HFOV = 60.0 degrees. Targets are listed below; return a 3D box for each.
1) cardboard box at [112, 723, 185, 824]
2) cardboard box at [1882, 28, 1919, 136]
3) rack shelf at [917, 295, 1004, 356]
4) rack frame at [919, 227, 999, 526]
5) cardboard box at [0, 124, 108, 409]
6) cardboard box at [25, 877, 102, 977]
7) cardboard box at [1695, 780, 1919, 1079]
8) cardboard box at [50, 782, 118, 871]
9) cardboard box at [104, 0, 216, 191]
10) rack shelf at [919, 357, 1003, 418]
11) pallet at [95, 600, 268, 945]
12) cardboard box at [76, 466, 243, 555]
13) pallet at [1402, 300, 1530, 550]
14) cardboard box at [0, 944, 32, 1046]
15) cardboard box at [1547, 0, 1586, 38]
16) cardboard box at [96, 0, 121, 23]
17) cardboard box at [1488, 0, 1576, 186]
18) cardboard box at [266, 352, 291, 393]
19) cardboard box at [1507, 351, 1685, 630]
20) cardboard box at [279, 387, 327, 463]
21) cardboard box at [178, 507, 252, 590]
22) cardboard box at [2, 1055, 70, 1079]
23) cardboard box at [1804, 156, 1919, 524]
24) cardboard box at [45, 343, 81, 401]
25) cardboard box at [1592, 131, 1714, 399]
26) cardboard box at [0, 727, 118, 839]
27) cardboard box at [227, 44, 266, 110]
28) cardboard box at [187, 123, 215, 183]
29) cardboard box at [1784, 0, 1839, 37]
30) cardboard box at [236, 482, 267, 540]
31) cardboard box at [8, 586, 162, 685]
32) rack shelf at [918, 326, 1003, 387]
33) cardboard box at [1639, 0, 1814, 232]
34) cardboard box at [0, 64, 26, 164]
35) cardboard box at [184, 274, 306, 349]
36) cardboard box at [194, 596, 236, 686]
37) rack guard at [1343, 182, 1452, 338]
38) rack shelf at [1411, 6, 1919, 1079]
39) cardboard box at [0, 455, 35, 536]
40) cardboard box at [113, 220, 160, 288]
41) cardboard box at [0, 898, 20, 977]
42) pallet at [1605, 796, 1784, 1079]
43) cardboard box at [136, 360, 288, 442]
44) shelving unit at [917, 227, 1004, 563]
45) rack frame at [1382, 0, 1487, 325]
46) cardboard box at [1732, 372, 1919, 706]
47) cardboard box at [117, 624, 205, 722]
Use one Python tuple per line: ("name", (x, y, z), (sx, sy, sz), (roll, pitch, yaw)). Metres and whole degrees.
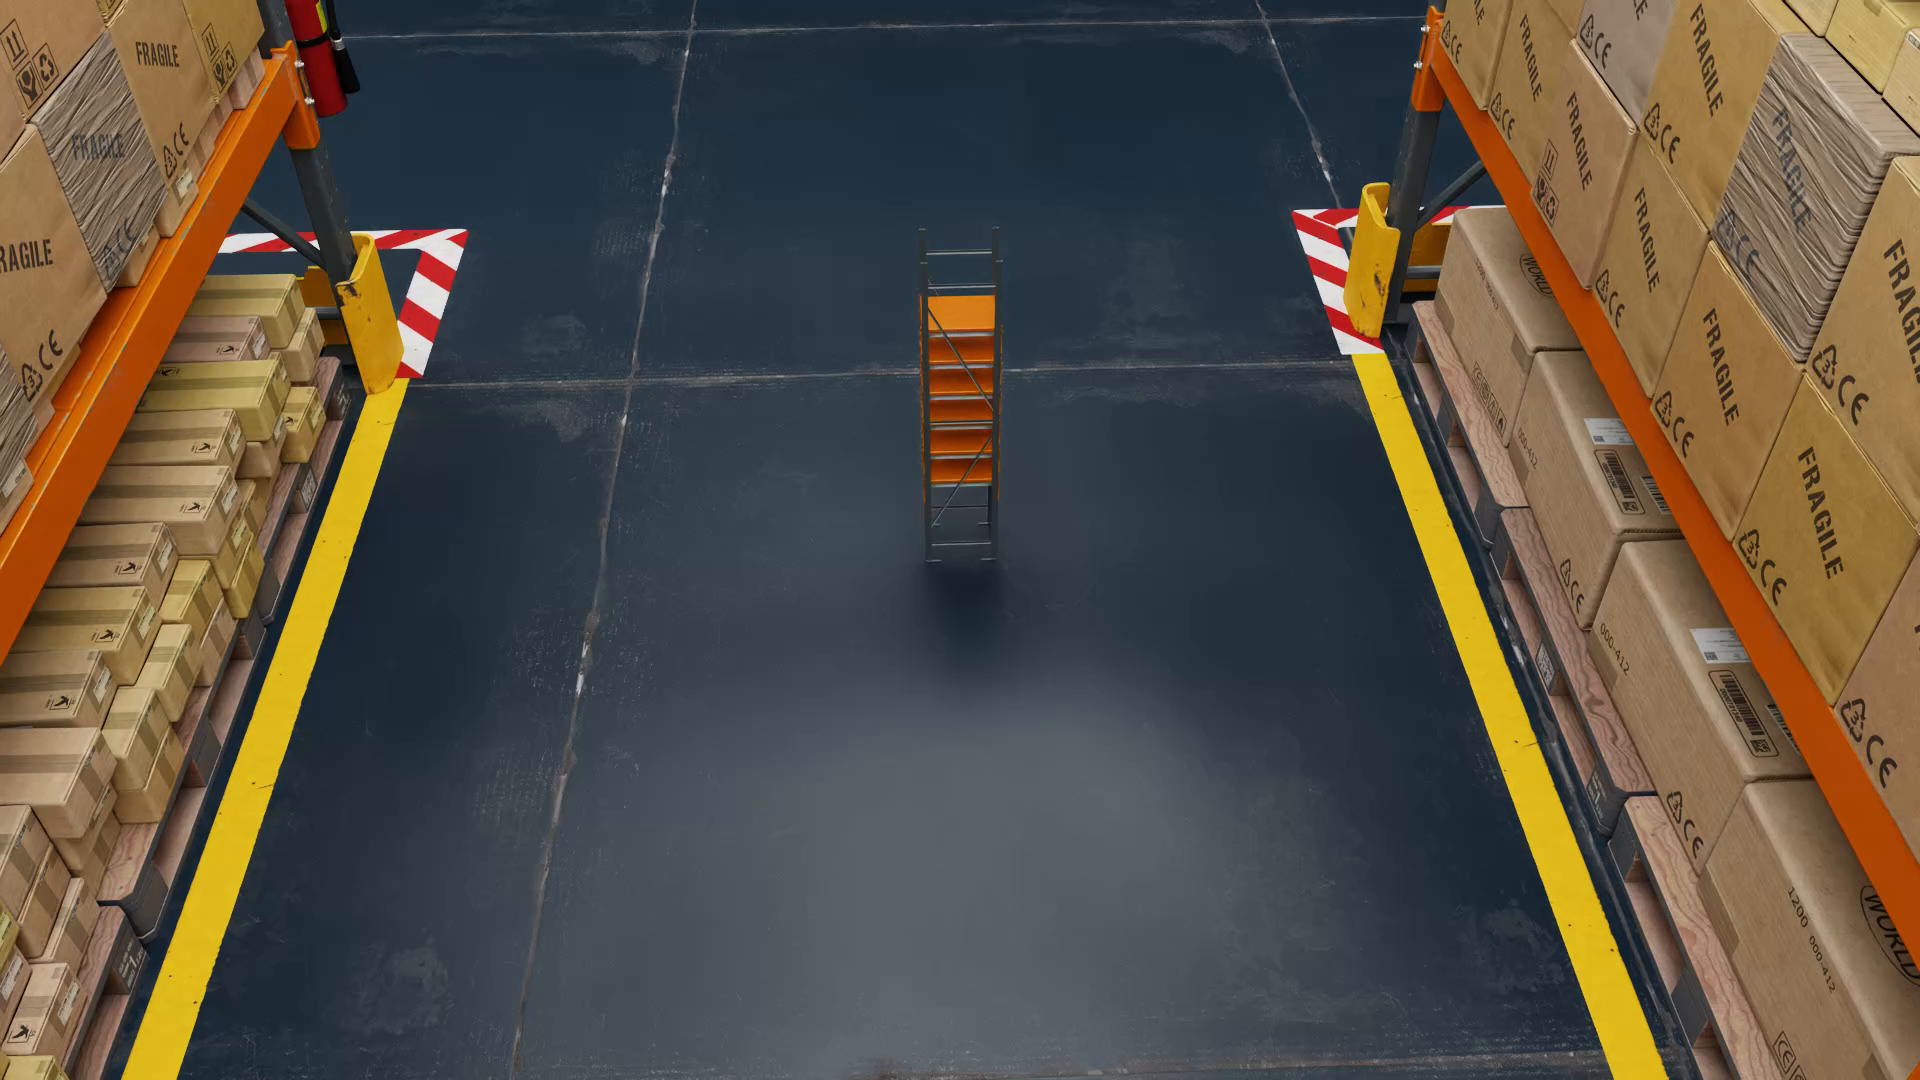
("cardboard box", (-2.398, 0.652, 4.618), (0.380, 0.149, 0.250), (-3, 43, -3))
("cardboard box", (2.023, -0.856, 3.170), (0.380, 0.149, 0.250), (-2, 43, -2))
("rack shelf", (0.001, -0.665, 5.121), (0.258, 0.103, 0.180), (-2, 43, -2))
("rack frame", (-0.003, -0.494, 5.401), (0.240, 1.200, 0.006), (-2, 43, -2))
("cardboard box", (-2.443, -0.639, 3.933), (0.500, 0.500, 0.500), (0, 43, 0))
("cardboard box", (-2.437, 1.011, 4.227), (0.380, 0.149, 0.250), (-2, 43, -3))
("cardboard box", (2.414, 1.038, 3.983), (0.875, 0.438, 0.875), (-2, 43, -2))
("cardboard box", (-2.447, 0.718, 4.326), (0.380, 0.149, 0.250), (0, 43, 0))
("cardboard box", (-2.485, -1.318, 4.674), (0.500, 0.500, 0.500), (-2, 43, -2))
("rack shelf", (0.001, -0.488, 5.283), (0.258, 0.103, 0.180), (-2, 43, -2))
("pallet", (-2.727, 0.635, 4.901), (1.003, 0.211, 1.213), (-2, 43, -2))
("cardboard box", (-2.396, -0.089, 4.986), (0.380, 0.149, 0.250), (0, 43, 0))
("pallet", (2.275, -0.460, 6.095), (1.003, 0.211, 1.213), (-2, 43, -2))
("cardboard box", (-2.451, 1.086, 3.924), (0.380, 0.149, 0.250), (-2, 43, -2))
("cardboard box", (1.928, -1.750, 4.625), (0.500, 0.500, 0.500), (-3, 43, -3))
("cardboard box", (-2.489, -1.686, 4.336), (0.500, 0.500, 0.500), (-3, 43, -3))
("cardboard box", (1.946, -1.389, 4.972), (0.500, 0.500, 0.500), (-2, 43, -2))
("cardboard box", (-2.513, -0.502, 5.657), (0.380, 0.149, 0.250), (-3, 43, -3))
("cardboard box", (2.339, -0.175, 5.307), (0.875, 0.438, 0.875), (-1, 43, -1))
("cardboard box", (-2.435, -0.399, 5.764), (0.380, 0.149, 0.250), (0, 43, 0))
("cardboard box", (-2.412, 0.020, 5.088), (0.380, 0.149, 0.250), (-1, 43, -1))
("cardboard box", (-2.314, 1.347, 3.860), (0.380, 0.149, 0.250), (0, 43, -1))
("cardboard box", (2.024, -0.384, 3.135), (0.500, 0.500, 0.500), (-2, 43, -2))
("cardboard box", (-2.487, -0.460, 4.217), (0.380, 0.149, 0.250), (-1, 43, -1))
("cardboard box", (1.988, -0.708, 4.228), (0.500, 0.500, 0.500), (0, 43, 0))
("cardboard box", (-2.391, 0.617, 4.216), (0.380, 0.149, 0.250), (-1, 43, -1))
("cardboard box", (-2.482, -1.510, 5.364), (0.380, 0.149, 0.250), (-2, 43, -2))
("cardboard box", (-2.483, -1.173, 4.995), (0.380, 0.149, 0.250), (-2, 43, -2))
("cardboard box", (1.986, -1.199, 3.544), (0.380, 0.149, 0.250), (-2, 43, -2))
("cardboard box", (-2.486, -0.052, 5.385), (0.380, 0.149, 0.250), (-1, 43, -1))
("cardboard box", (-2.457, 0.268, 4.597), (0.380, 0.149, 0.250), (-1, 43, -2))
("rack shelf", (0.001, -0.577, 5.202), (0.258, 0.103, 0.180), (-2, 43, -2))
("cardboard box", (1.980, -1.066, 3.879), (0.500, 0.500, 0.500), (-1, 43, -2))
("cardboard box", (-2.432, -0.978, 3.563), (0.500, 0.500, 0.500), (-3, 43, -3))
("cardboard box", (-2.502, -0.788, 5.749), (0.380, 0.149, 0.250), (-1, 43, -1))
("cardboard box", (-2.421, 0.304, 4.998), (0.380, 0.149, 0.250), (-1, 43, -1))
("rack guard", (2.162, -1.120, 6.602), (1.175, 0.500, 0.348), (-2, 43, -2))
("rack shelf", (2.248, -0.410, 4.510), (1.077, 0.370, 4.000), (-2, 43, -2))
("cardboard box", (-2.398, -0.110, 3.836), (0.380, 0.149, 0.250), (0, 43, 0))
("cardboard box", (-2.467, -0.822, 4.613), (0.380, 0.149, 0.250), (-3, 43, -4))
("cardboard box", (-2.428, 0.967, 3.834), (0.380, 0.149, 0.250), (-2, 43, -2))
("pallet", (2.379, 1.187, 4.298), (1.003, 0.211, 1.213), (-2, 43, -2))
("cardboard box", (-2.411, -0.446, 5.375), (0.380, 0.149, 0.250), (-3, 43, -3))
("shelving unit", (0.001, -0.433, 5.334), (0.258, 1.200, 0.189), (-2, 43, -2))
("rack frame", (2.163, -2.025, 5.740), (1.000, 3.000, 0.127), (-2, 43, -2))
("cardboard box", (2.031, -0.015, 3.472), (0.500, 0.500, 0.500), (-3, 43, -3))
("cardboard box", (-2.380, 0.378, 4.696), (0.380, 0.149, 0.250), (-1, 43, -1))
